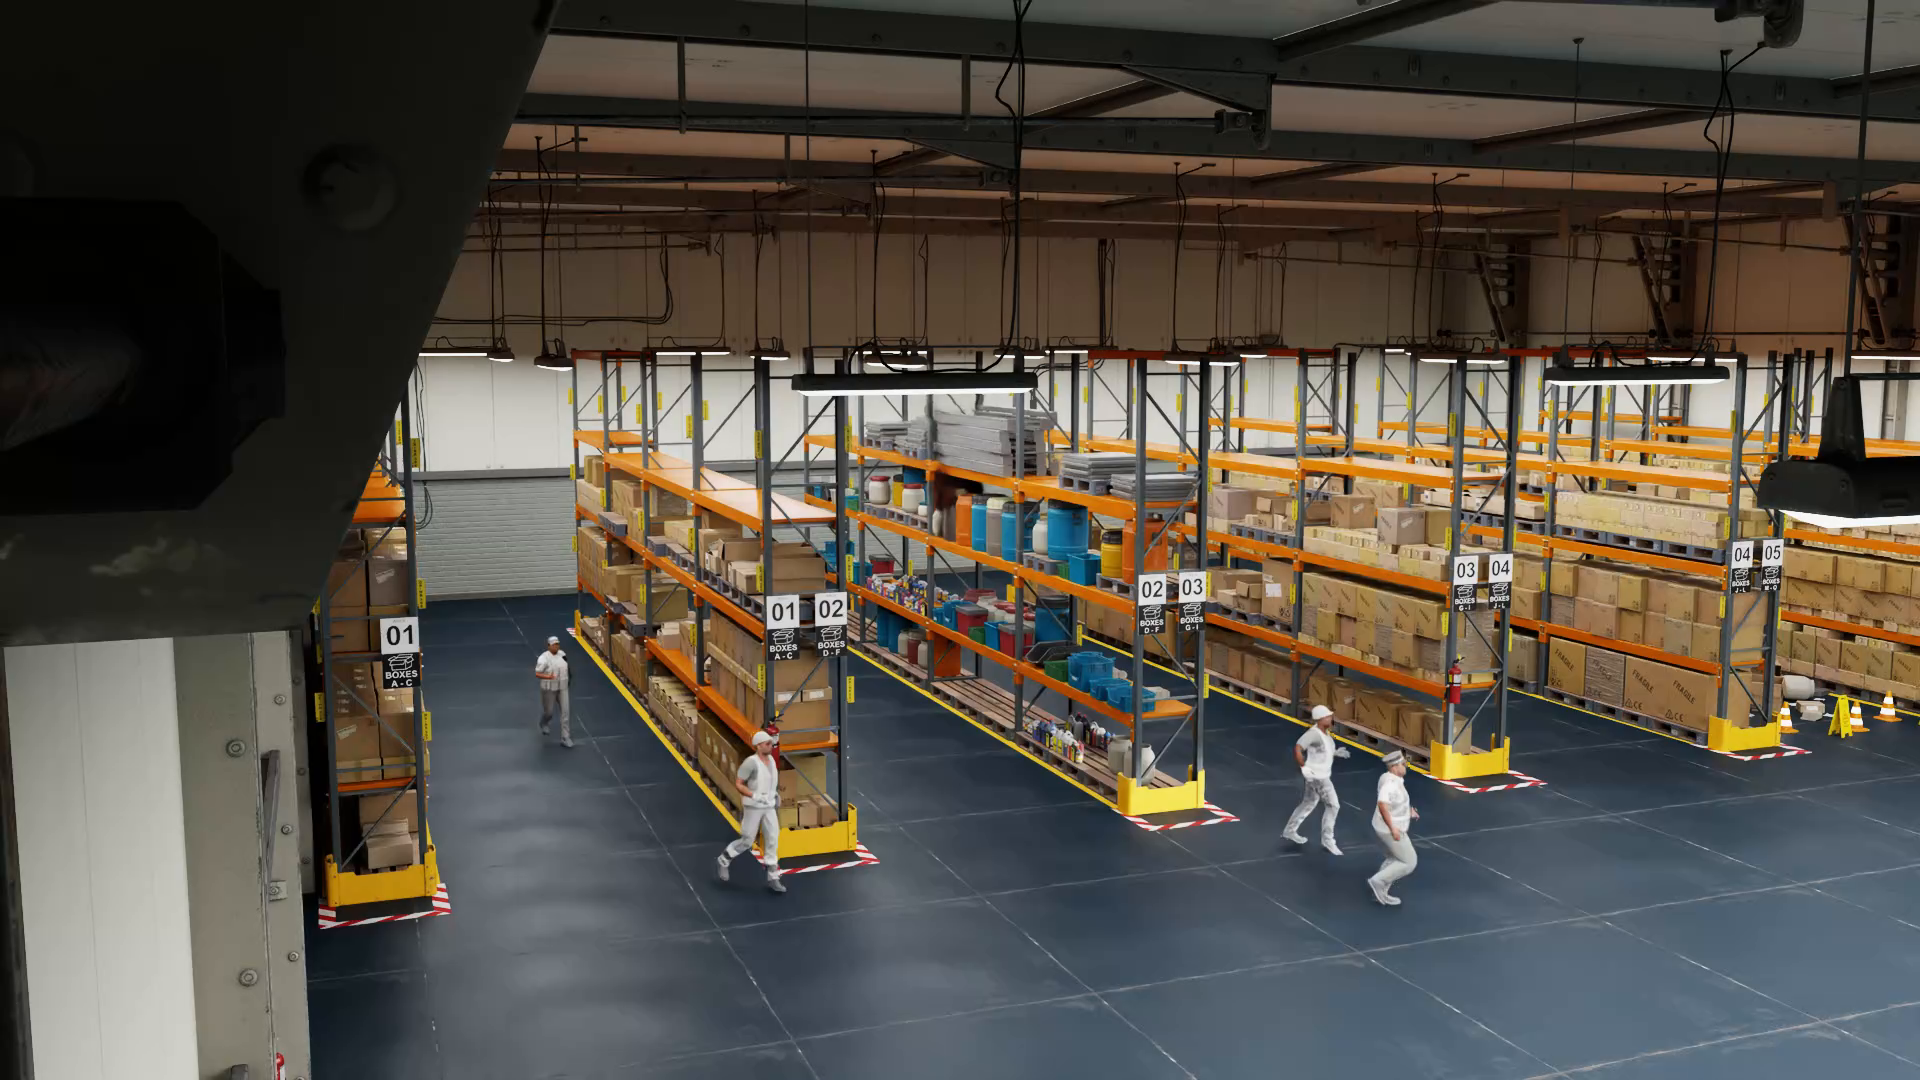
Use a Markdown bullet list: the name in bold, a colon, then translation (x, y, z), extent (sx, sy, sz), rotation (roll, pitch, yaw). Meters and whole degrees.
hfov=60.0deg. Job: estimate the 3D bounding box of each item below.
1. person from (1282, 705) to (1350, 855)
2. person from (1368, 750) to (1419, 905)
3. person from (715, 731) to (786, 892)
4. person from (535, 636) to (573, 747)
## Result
- **person**: translation (4.377, 2.928, 20.409), extent (0.796, 1.841, 0.661), rotation (2, 7, 12)
- **person**: translation (4.815, 3.182, 18.441), extent (0.594, 1.749, 0.675), rotation (0, 7, 3)
- **person**: translation (-2.280, 3.075, 19.090), extent (0.986, 1.756, 0.702), rotation (5, 9, 36)
- **person**: translation (-6.260, 2.307, 25.687), extent (0.606, 1.666, 0.924), rotation (-5, 9, -35)
